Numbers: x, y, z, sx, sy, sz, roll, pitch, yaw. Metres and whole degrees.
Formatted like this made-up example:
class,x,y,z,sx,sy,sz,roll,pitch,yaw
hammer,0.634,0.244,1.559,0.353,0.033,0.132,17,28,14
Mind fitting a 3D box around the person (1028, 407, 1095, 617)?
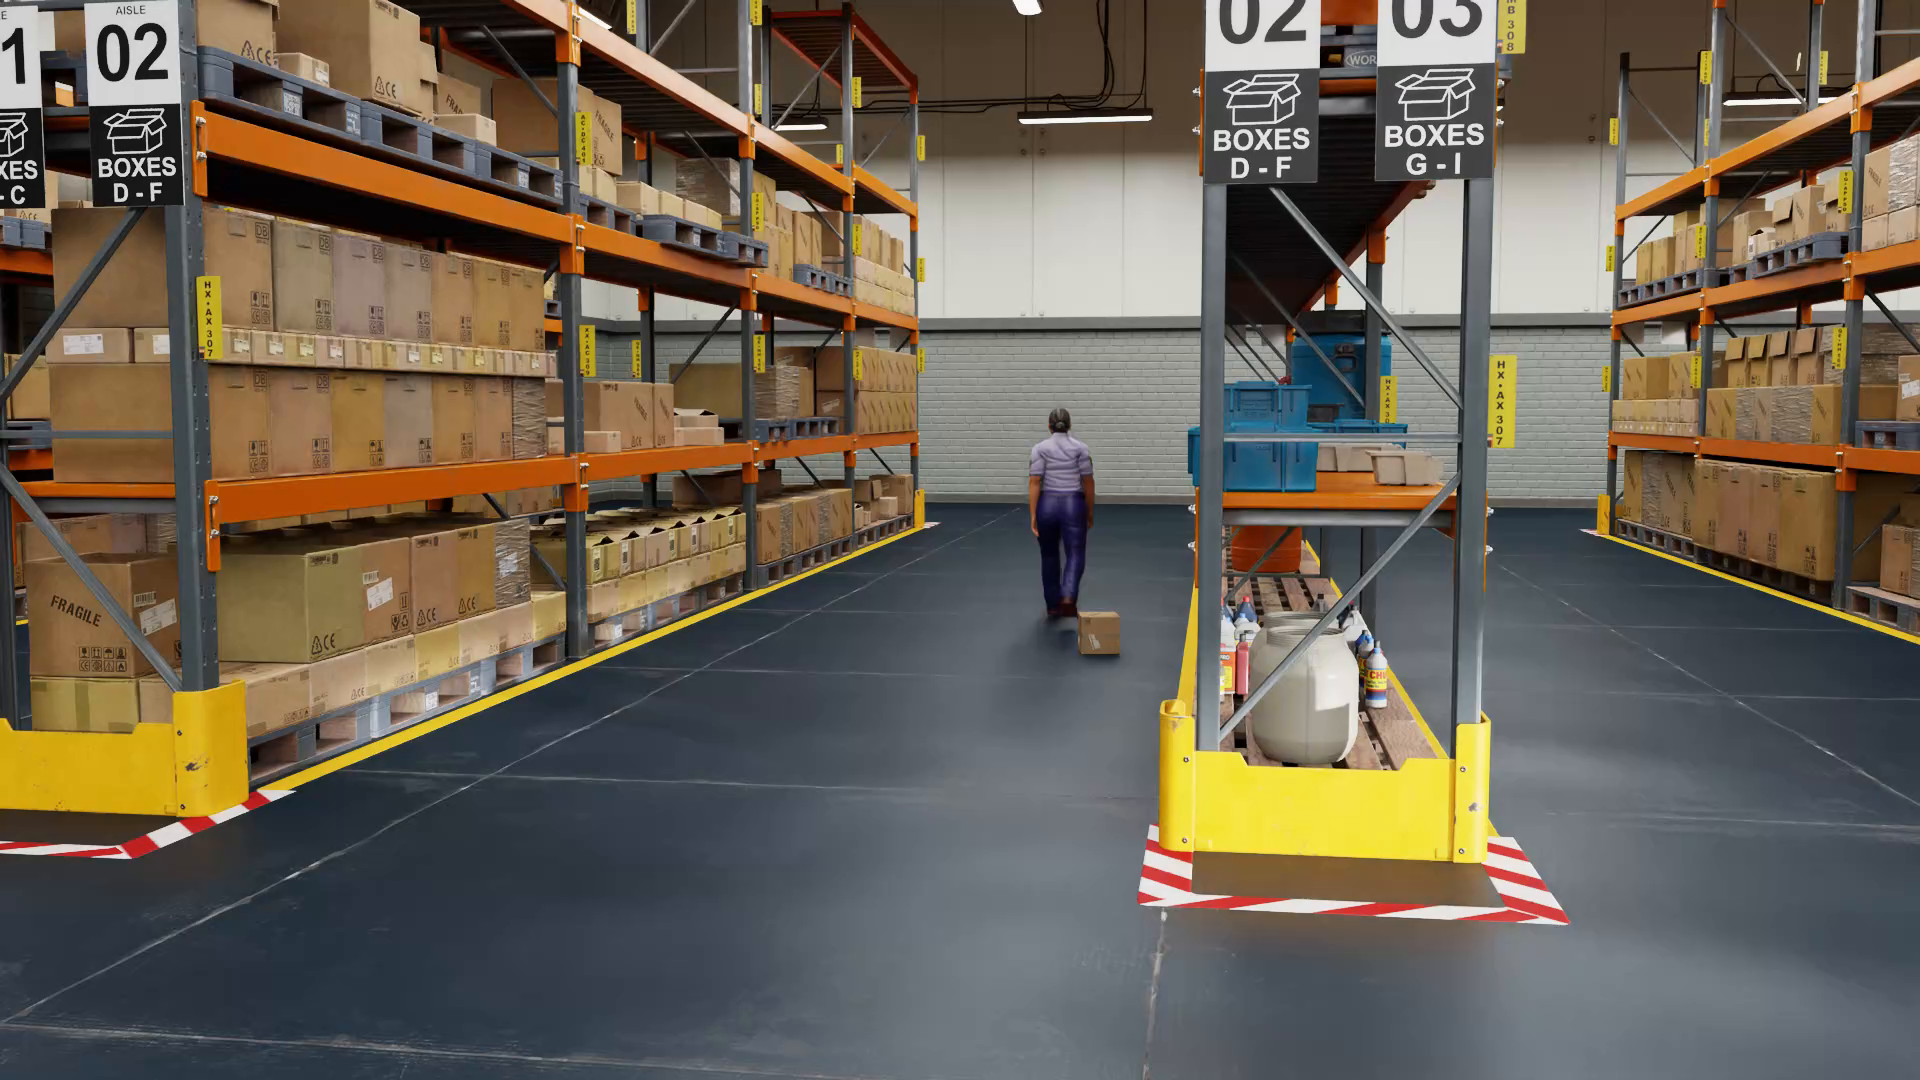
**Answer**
class,x,y,z,sx,sy,sz,roll,pitch,yaw
person,0.758,-0.200,12.468,0.483,1.591,1.012,1,5,11
